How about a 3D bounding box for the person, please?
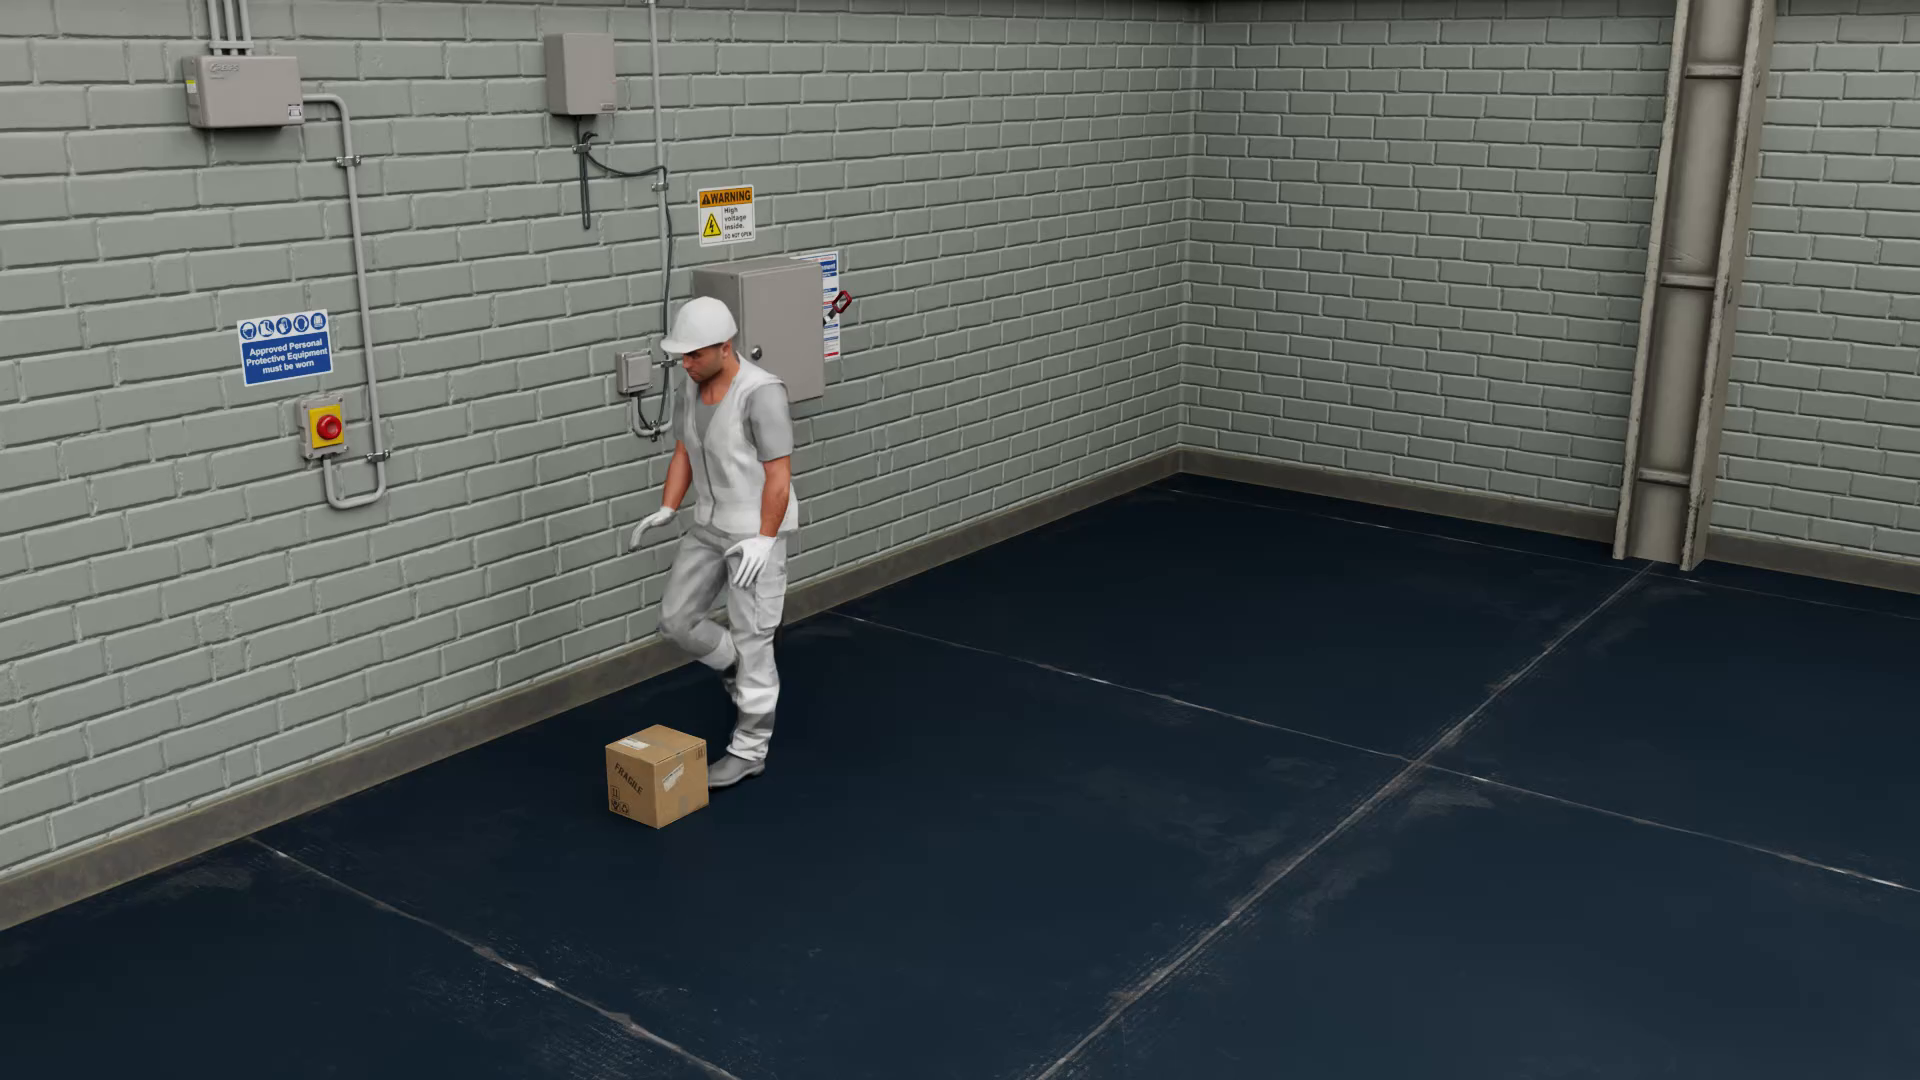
[{"bbox_3d":[-0.846,0.003,5.980,0.544,1.775,0.589,15,22,41],"label":"person"}]
